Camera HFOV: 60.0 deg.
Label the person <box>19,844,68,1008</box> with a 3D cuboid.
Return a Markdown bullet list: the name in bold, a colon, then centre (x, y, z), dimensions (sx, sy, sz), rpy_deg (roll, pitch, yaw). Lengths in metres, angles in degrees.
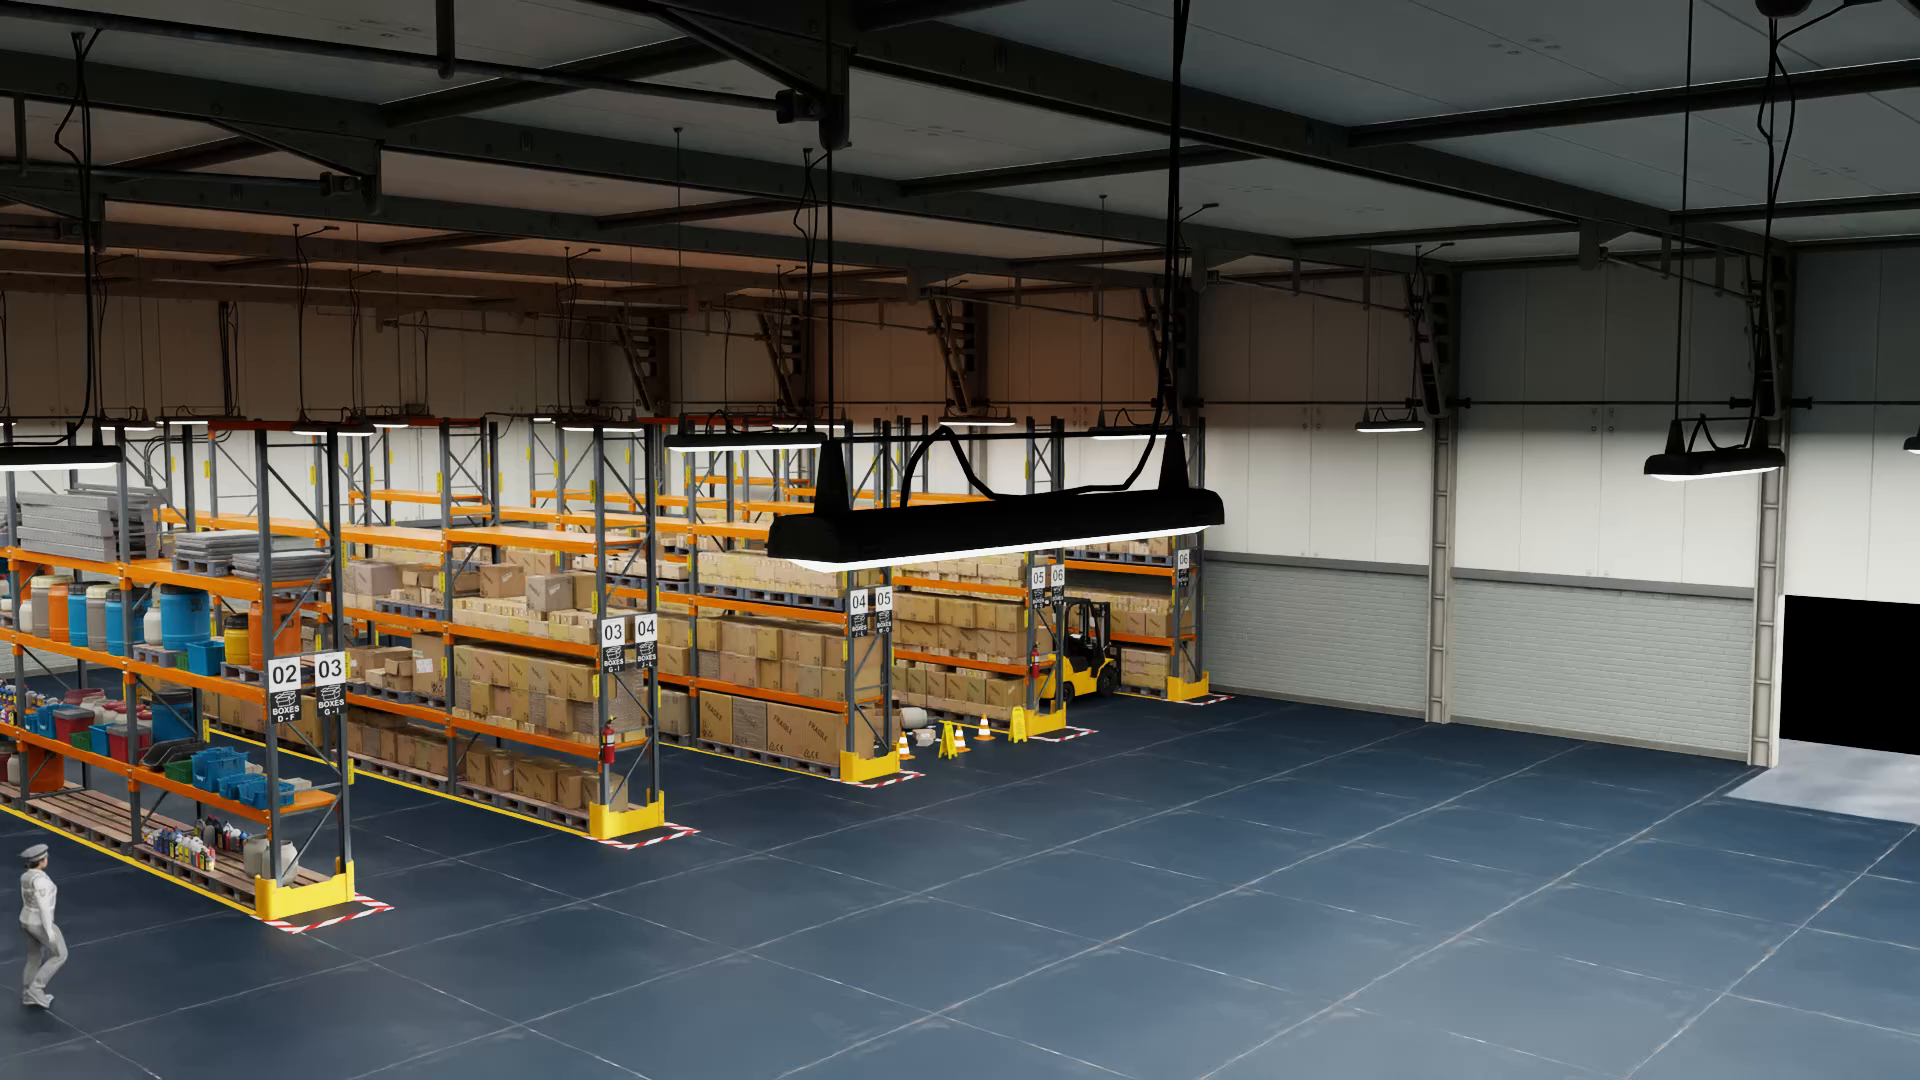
- **person**: centre (-9.638, 4.032, 17.421), dimensions (0.513, 1.689, 0.395), rpy_deg (4, 6, 40)
